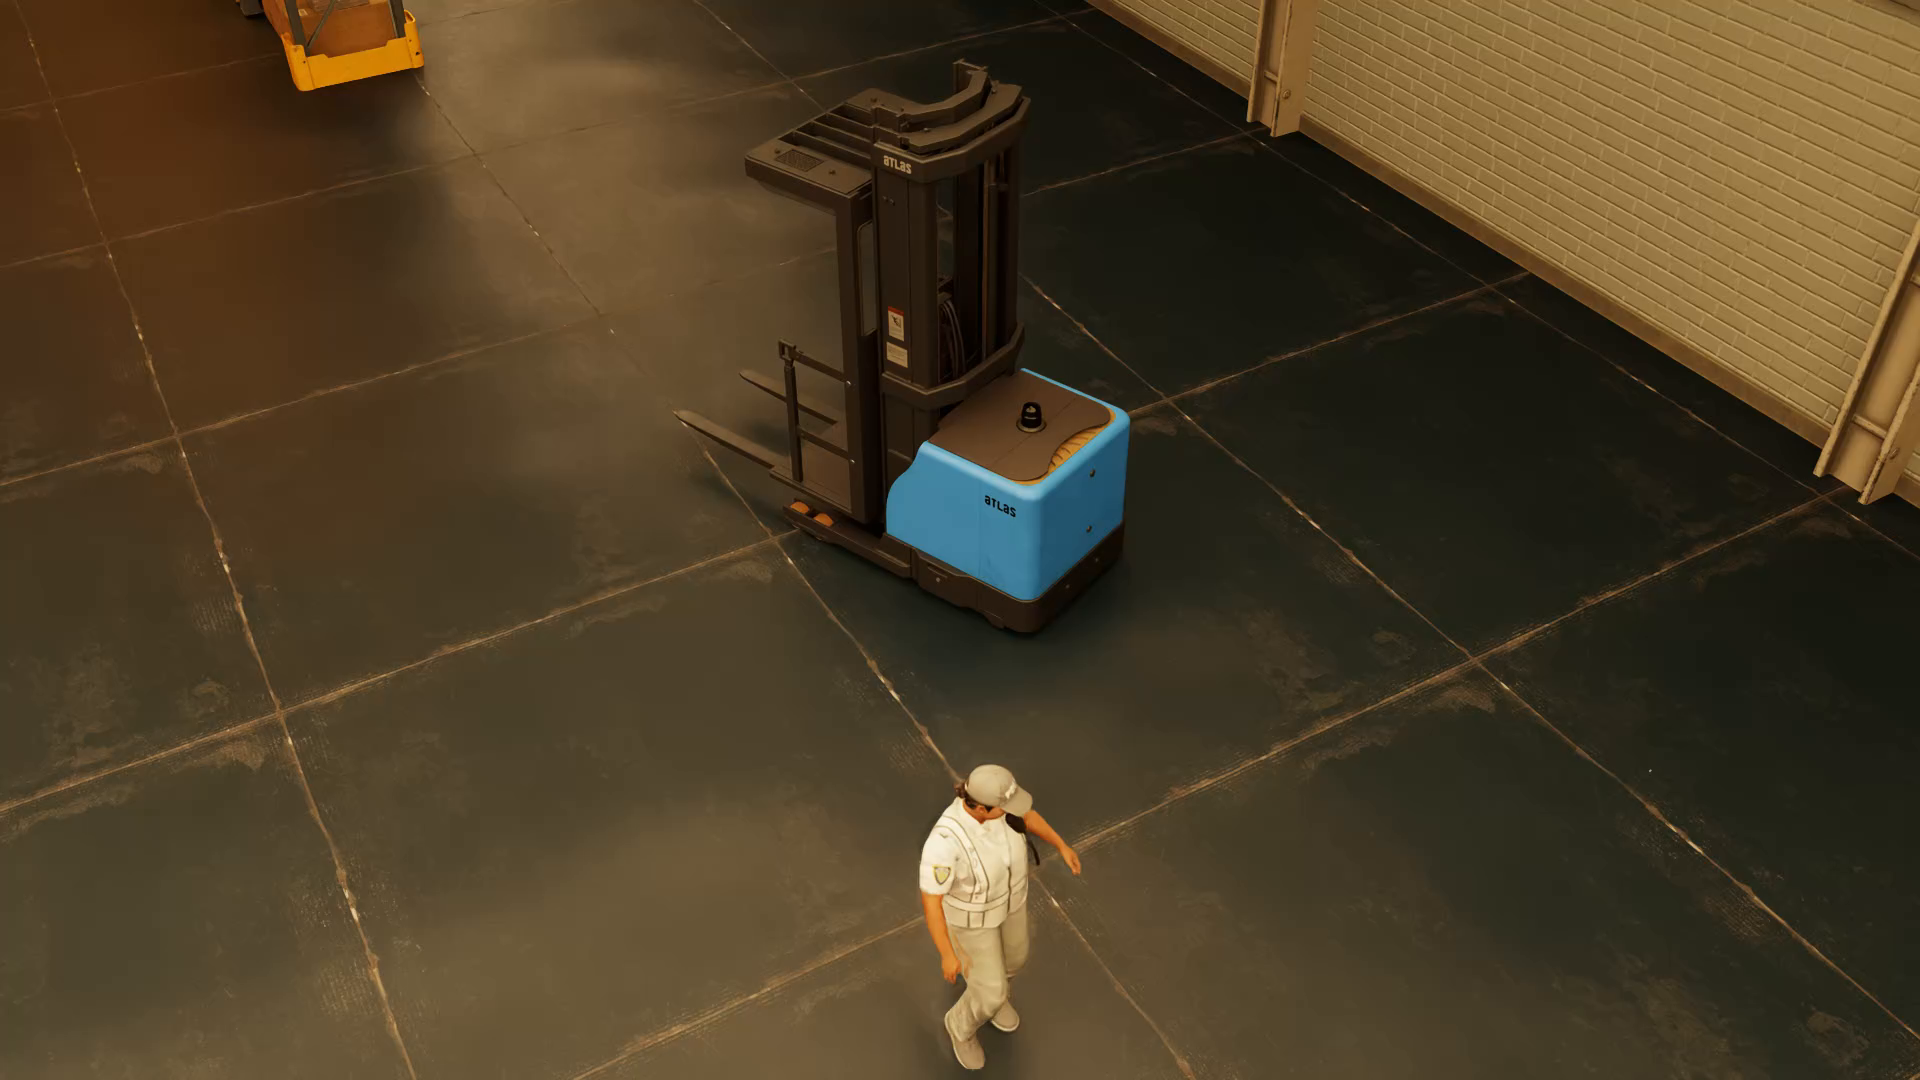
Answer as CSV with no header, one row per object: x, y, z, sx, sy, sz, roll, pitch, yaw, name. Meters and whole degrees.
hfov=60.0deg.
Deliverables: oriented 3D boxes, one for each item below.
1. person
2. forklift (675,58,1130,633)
0.146,1.580,7.179,0.796,1.674,0.490,-33,50,-33,person
-0.481,-1.366,9.683,3.031,2.935,1.130,26,46,28,forklift
